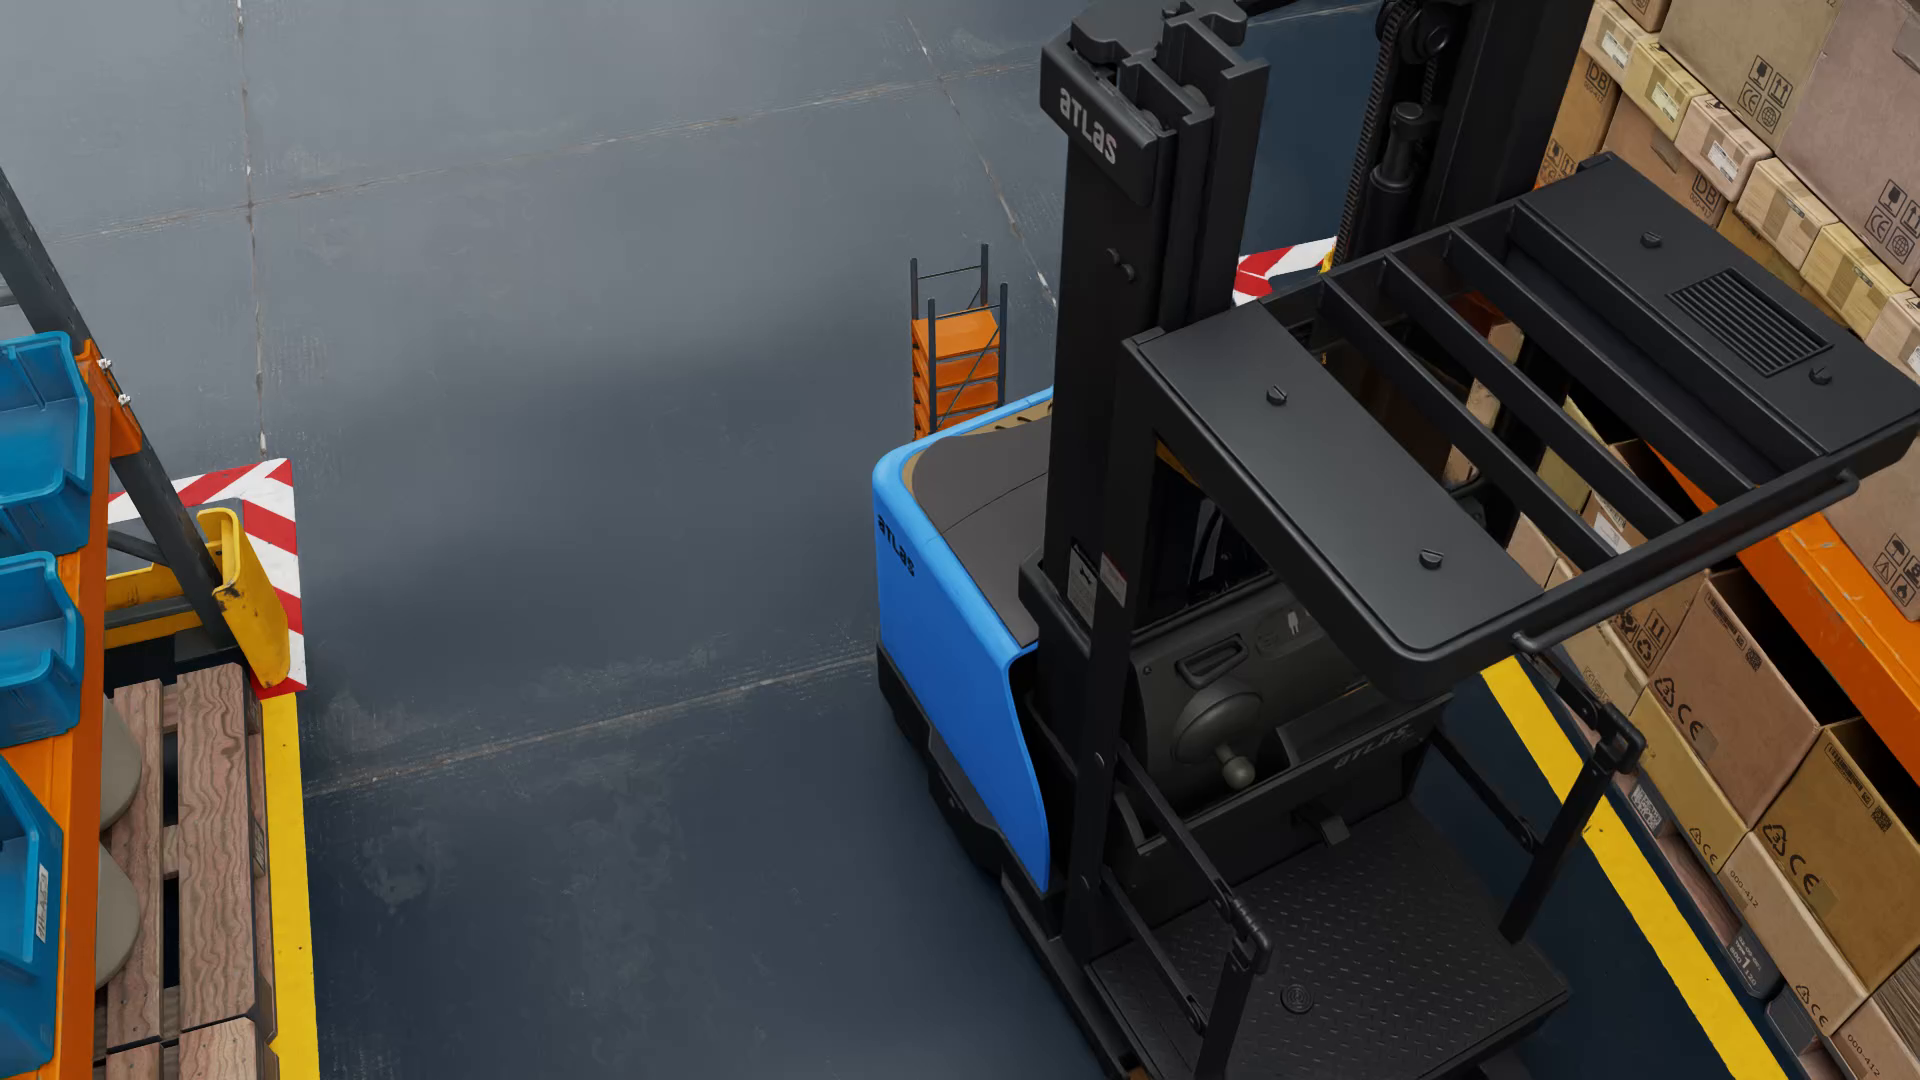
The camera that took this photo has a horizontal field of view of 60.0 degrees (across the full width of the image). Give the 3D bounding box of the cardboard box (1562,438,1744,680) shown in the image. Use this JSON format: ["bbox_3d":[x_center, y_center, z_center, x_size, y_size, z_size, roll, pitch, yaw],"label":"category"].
[{"bbox_3d":[2.155,0.016,4.808,0.500,0.500,0.500,-13,51,-11],"label":"cardboard box"}]

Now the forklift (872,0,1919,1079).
[{"bbox_3d":[0.891,0.336,3.550,1.130,2.935,3.031,-23,54,-18],"label":"forklift"}]

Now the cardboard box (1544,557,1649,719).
[{"bbox_3d":[2.144,0.260,5.093,0.500,0.250,0.500,-13,51,-11],"label":"cardboard box"}]

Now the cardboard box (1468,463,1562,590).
[{"bbox_3d":[1.997,-0.105,5.401,0.500,0.250,0.500,-13,51,-11],"label":"cardboard box"}]

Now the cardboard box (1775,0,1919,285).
[{"bbox_3d":[2.351,-0.980,3.700,0.700,0.500,0.500,-13,51,-11],"label":"cardboard box"}]

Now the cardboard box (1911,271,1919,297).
[{"bbox_3d":[2.499,-0.614,3.392,0.700,0.500,0.500,-13,51,-11],"label":"cardboard box"}]

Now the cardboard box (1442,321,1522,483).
[{"bbox_3d":[1.845,-0.470,5.708,0.500,0.250,0.500,-13,51,-11],"label":"cardboard box"}]

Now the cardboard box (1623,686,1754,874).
[{"bbox_3d":[2.287,0.626,4.784,0.500,0.250,0.500,-13,51,-11],"label":"cardboard box"}]

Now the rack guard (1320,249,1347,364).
[{"bbox_3d":[1.892,-0.874,6.160,1.175,0.500,0.348,-13,51,-11],"label":"rack guard"}]

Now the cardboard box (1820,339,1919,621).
[{"bbox_3d":[2.485,-0.221,3.909,0.700,0.500,0.500,-12,51,-10],"label":"cardboard box"}]

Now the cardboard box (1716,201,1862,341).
[{"bbox_3d":[2.326,-0.604,4.232,0.700,0.500,0.500,-13,51,-11],"label":"cardboard box"}]

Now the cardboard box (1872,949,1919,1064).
[{"bbox_3d":[2.599,1.111,3.885,0.500,0.500,0.500,-13,51,-11],"label":"cardboard box"}]

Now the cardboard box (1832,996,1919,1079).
[{"bbox_3d":[2.598,1.353,4.171,0.500,0.250,0.500,-13,51,-11],"label":"cardboard box"}]

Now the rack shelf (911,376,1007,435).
[{"bbox_3d":[-0.004,-0.446,5.242,0.258,0.103,0.180,-13,51,-11],"label":"rack shelf"}]

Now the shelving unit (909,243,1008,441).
[{"bbox_3d":[-0.004,-0.397,5.300,0.258,1.200,0.189,-13,51,-11],"label":"shelving unit"}]

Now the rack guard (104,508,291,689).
[{"bbox_3d":[-2.766,0.305,5.166,1.175,0.500,0.348,-13,51,-11],"label":"rack guard"}]

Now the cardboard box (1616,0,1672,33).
[{"bbox_3d":[2.041,-1.730,4.333,0.700,0.500,0.500,-13,51,-11],"label":"cardboard box"}]

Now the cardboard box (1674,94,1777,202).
[{"bbox_3d":[2.035,-1.009,4.149,0.380,0.149,0.250,-14,51,-12],"label":"cardboard box"}]

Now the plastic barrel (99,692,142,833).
[{"bbox_3d":[-2.566,0.585,4.648,0.421,0.512,0.421,0,50,0],"label":"plastic barrel"}]

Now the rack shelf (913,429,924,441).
[{"bbox_3d":[-0.004,-0.291,5.426,0.258,0.103,0.180,-13,51,-11],"label":"rack shelf"}]

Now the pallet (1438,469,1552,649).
[{"bbox_3d":[2.165,-0.215,5.793,1.003,0.211,1.213,-13,51,-11],"label":"pallet"}]

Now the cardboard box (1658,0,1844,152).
[{"bbox_3d":[2.201,-1.348,4.010,0.700,0.500,0.500,-15,51,-12],"label":"cardboard box"}]

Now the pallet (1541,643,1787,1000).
[{"bbox_3d":[2.522,0.675,5.043,1.003,0.211,1.213,-13,51,-11],"label":"pallet"}]

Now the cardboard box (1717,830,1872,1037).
[{"bbox_3d":[2.436,0.991,4.476,0.500,0.250,0.500,-13,51,-11],"label":"cardboard box"}]

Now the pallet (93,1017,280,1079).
[{"bbox_3d":[-2.174,1.882,4.025,1.003,0.211,1.213,-13,51,-11],"label":"pallet"}]

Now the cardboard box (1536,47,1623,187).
[{"bbox_3d":[2.025,-1.351,4.862,0.700,0.500,0.500,-13,51,-11],"label":"cardboard box"}]

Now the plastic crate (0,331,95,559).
[{"bbox_3d":[-2.400,-0.199,4.054,0.499,0.251,0.616,-13,51,-11],"label":"plastic crate"}]

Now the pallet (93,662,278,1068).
[{"bbox_3d":[-2.531,0.993,4.775,1.003,0.211,1.213,-13,51,-11],"label":"pallet"}]

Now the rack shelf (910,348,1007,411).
[{"bbox_3d":[-0.004,-0.523,5.151,0.258,0.103,0.180,-13,51,-11],"label":"rack shelf"}]

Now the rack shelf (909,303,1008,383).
[{"bbox_3d":[-0.004,-0.601,5.059,0.258,0.103,0.180,-13,51,-11],"label":"rack shelf"}]

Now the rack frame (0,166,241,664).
[{"bbox_3d":[-2.834,-0.545,4.248,1.000,3.000,0.127,-13,51,-11],"label":"rack frame"}]

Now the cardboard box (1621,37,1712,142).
[{"bbox_3d":[1.963,-1.194,4.305,0.380,0.149,0.250,-13,51,-11],"label":"cardboard box"}]

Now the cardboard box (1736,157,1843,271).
[{"bbox_3d":[2.116,-0.815,3.985,0.380,0.149,0.250,-15,51,-12],"label":"cardboard box"}]

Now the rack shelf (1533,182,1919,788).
[{"bbox_3d":[2.491,0.030,4.233,1.077,0.370,4.000,-13,51,-11],"label":"rack shelf"}]

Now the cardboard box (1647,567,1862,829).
[{"bbox_3d":[2.286,0.385,4.497,0.500,0.500,0.500,-13,51,-11],"label":"cardboard box"}]

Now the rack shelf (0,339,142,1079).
[{"bbox_3d":[-2.242,1.147,3.291,1.077,0.370,4.000,-13,51,-11],"label":"rack shelf"}]

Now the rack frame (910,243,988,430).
[{"bbox_3d":[-0.031,-0.464,5.357,0.240,1.200,0.006,-13,51,-11],"label":"rack frame"}]

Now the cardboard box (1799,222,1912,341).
[{"bbox_3d":[2.192,-0.628,3.828,0.380,0.149,0.250,-14,51,-11],"label":"cardboard box"}]

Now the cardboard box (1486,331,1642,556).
[{"bbox_3d":[1.995,-0.347,5.114,0.500,0.500,0.500,-13,51,-11],"label":"cardboard box"}]

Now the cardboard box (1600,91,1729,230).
[{"bbox_3d":[2.185,-0.968,4.539,0.700,0.500,0.500,-12,51,-10],"label":"cardboard box"}]

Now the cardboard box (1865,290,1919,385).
[{"bbox_3d":[2.263,-0.446,3.674,0.380,0.149,0.250,-13,51,-11],"label":"cardboard box"}]

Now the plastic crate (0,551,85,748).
[{"bbox_3d":[-2.213,0.276,3.653,0.499,0.251,0.408,-13,51,-11],"label":"plastic crate"}]

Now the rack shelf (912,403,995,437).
[{"bbox_3d":[-0.004,-0.369,5.334,0.258,0.103,0.180,-13,51,-11],"label":"rack shelf"}]

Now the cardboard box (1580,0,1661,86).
[{"bbox_3d":[1.890,-1.376,4.459,0.380,0.149,0.250,-15,51,-12],"label":"cardboard box"}]

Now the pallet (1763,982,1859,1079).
[{"bbox_3d":[2.887,1.567,4.291,1.003,0.211,1.213,-13,51,-11],"label":"pallet"}]

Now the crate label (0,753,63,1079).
[{"bbox_3d":[-2.031,0.726,3.153,0.502,0.435,0.616,-13,51,-11],"label":"crate label"}]

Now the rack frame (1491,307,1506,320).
[{"bbox_3d":[1.899,-1.663,5.190,1.000,3.000,0.127,-13,51,-11],"label":"rack frame"}]

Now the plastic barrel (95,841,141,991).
[{"bbox_3d":[-2.418,0.951,4.339,0.421,0.512,0.421,0,50,0],"label":"plastic barrel"}]

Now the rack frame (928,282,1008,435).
[{"bbox_3d":[0.023,-0.330,5.244,0.240,1.200,0.006,-13,51,-11],"label":"rack frame"}]

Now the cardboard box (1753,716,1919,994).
[{"bbox_3d":[2.448,0.747,4.192,0.500,0.500,0.500,-13,51,-11],"label":"cardboard box"}]
